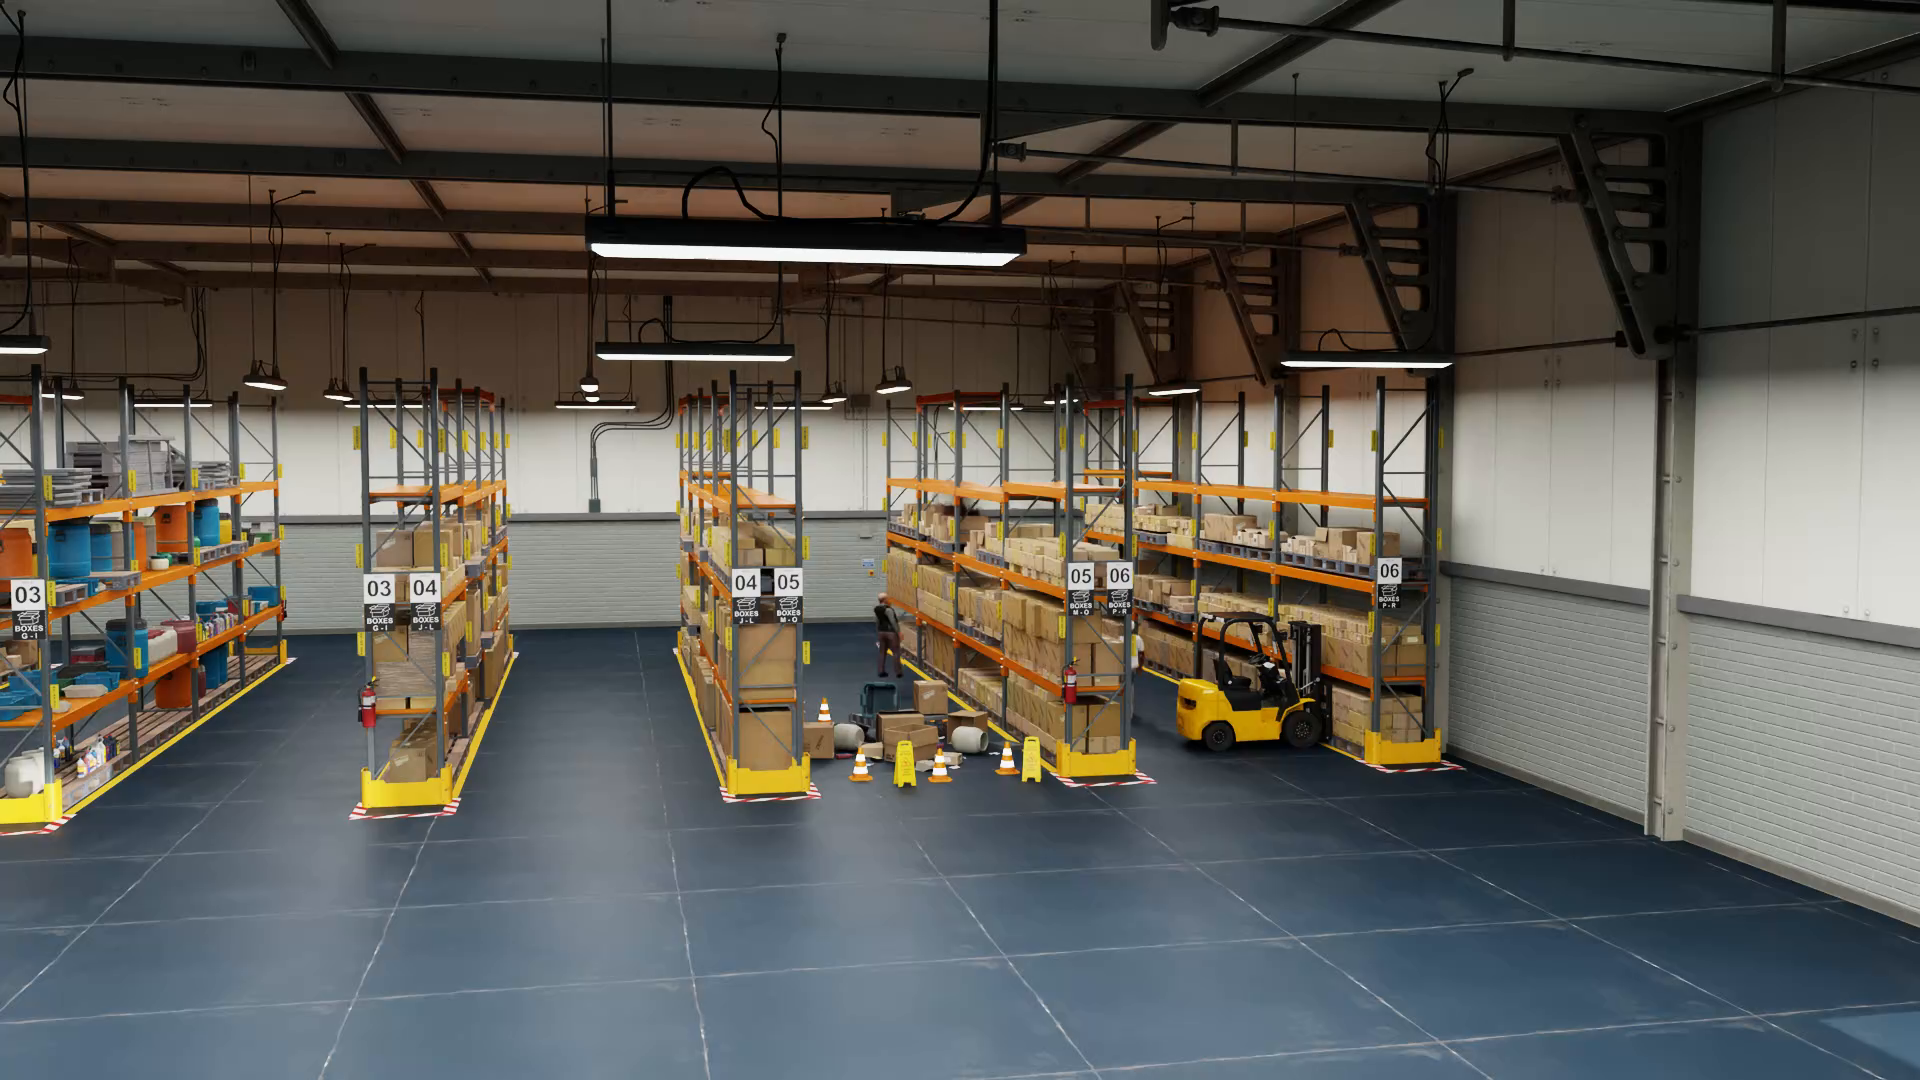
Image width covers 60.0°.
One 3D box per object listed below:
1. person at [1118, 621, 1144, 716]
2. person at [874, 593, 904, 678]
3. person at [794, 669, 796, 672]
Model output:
[{"bbox_3d":[3.023,2.322,30.205,0.607,1.794,0.692,-1,4,-17],"label":"person"},{"bbox_3d":[-1.410,1.899,33.245,0.642,1.707,0.495,3,4,36],"label":"person"},{"bbox_3d":[-3.798,2.054,36.180,0.468,1.612,0.468,-1,4,-14],"label":"person"}]
